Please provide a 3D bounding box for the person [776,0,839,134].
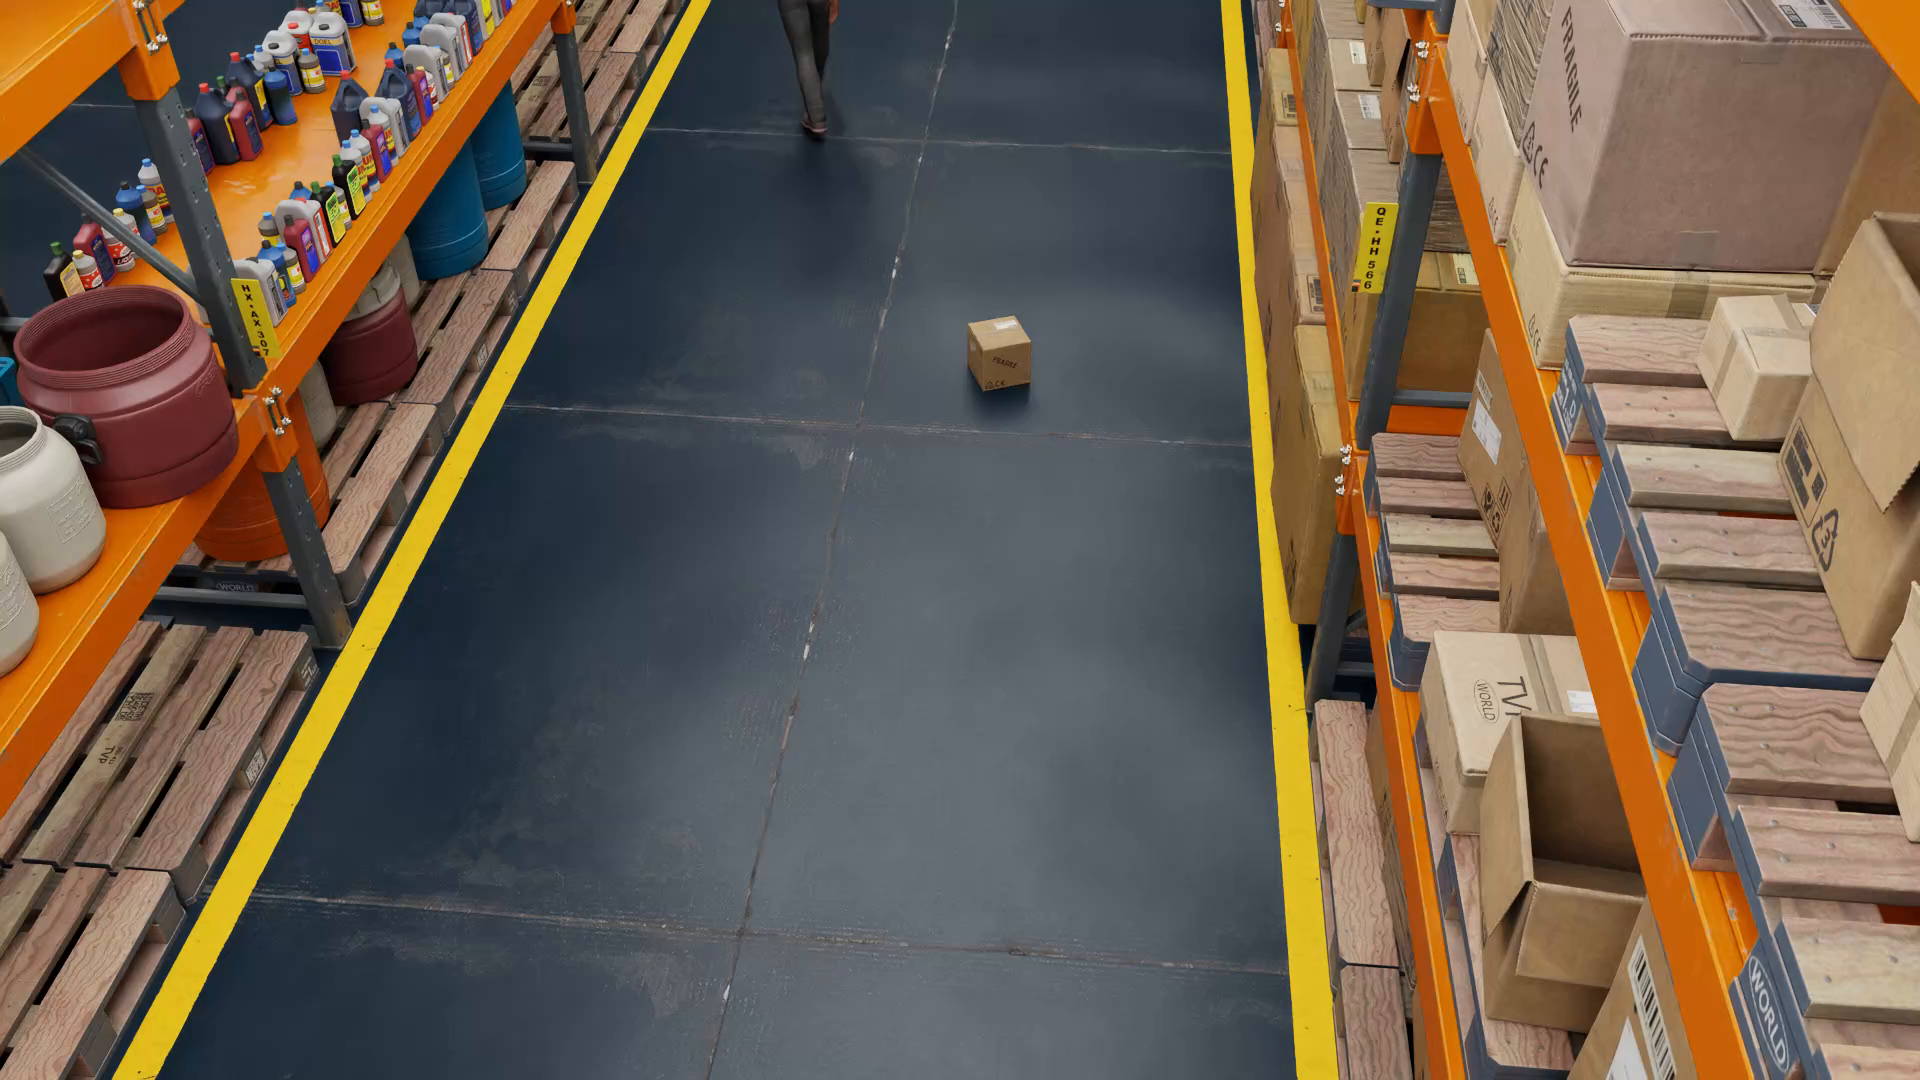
[{"bbox_3d":[-0.984,-3.402,10.153,0.450,1.600,0.968,-12,42,-14],"label":"person"}]
